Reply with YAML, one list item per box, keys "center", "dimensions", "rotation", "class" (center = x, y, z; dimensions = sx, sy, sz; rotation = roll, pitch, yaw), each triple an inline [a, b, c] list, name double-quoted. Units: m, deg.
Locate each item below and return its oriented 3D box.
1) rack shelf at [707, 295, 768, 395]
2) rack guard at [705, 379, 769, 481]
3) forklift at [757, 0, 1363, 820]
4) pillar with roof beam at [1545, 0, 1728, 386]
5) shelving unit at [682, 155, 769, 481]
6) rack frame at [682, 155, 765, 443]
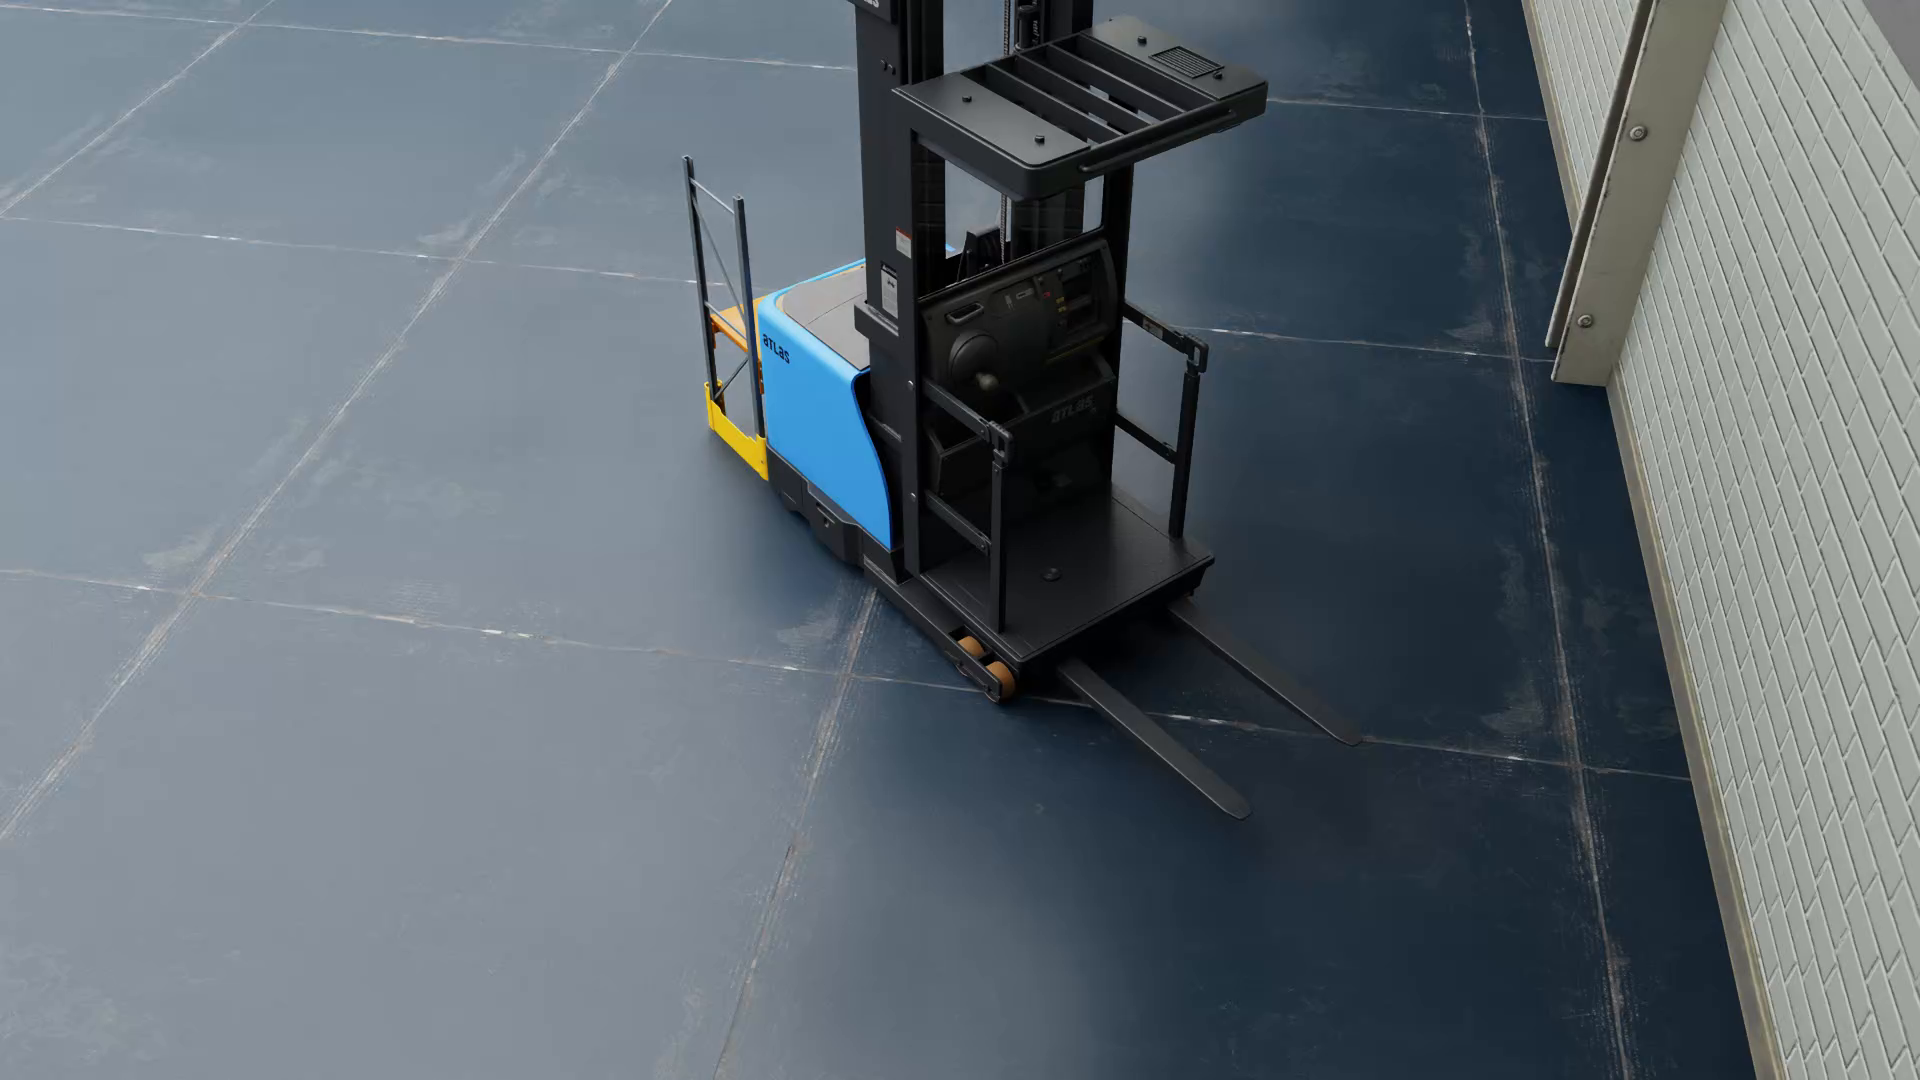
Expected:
- center: [-0.681, -1.072, 8.152]
  dimensions: [1.000, 0.185, 0.538]
  rotation: [-25, 46, -27]
  class: "rack shelf"
- center: [-1.077, -0.547, 8.216]
  dimensions: [0.087, 0.250, 0.587]
  rotation: [-25, 46, -27]
  class: "rack guard"
- center: [0.380, -0.816, 6.436]
  dimensions: [1.130, 2.935, 3.031]
  rotation: [-26, 46, -28]
  class: "forklift"
- center: [-0.933, -4.886, 6.598]
  dimensions: [9.100, 9.000, 0.400]
  rotation: [6, 40, 8]
  class: "pillar with roof beam"
- center: [-0.673, -1.214, 8.042]
  dimensions: [1.083, 1.500, 0.587]
  rotation: [-25, 46, -27]
  class: "shelving unit"
- center: [-1.093, -1.022, 7.809]
  dimensions: [0.032, 1.500, 0.500]
  rotation: [-25, 46, -27]
  class: "rack frame"
